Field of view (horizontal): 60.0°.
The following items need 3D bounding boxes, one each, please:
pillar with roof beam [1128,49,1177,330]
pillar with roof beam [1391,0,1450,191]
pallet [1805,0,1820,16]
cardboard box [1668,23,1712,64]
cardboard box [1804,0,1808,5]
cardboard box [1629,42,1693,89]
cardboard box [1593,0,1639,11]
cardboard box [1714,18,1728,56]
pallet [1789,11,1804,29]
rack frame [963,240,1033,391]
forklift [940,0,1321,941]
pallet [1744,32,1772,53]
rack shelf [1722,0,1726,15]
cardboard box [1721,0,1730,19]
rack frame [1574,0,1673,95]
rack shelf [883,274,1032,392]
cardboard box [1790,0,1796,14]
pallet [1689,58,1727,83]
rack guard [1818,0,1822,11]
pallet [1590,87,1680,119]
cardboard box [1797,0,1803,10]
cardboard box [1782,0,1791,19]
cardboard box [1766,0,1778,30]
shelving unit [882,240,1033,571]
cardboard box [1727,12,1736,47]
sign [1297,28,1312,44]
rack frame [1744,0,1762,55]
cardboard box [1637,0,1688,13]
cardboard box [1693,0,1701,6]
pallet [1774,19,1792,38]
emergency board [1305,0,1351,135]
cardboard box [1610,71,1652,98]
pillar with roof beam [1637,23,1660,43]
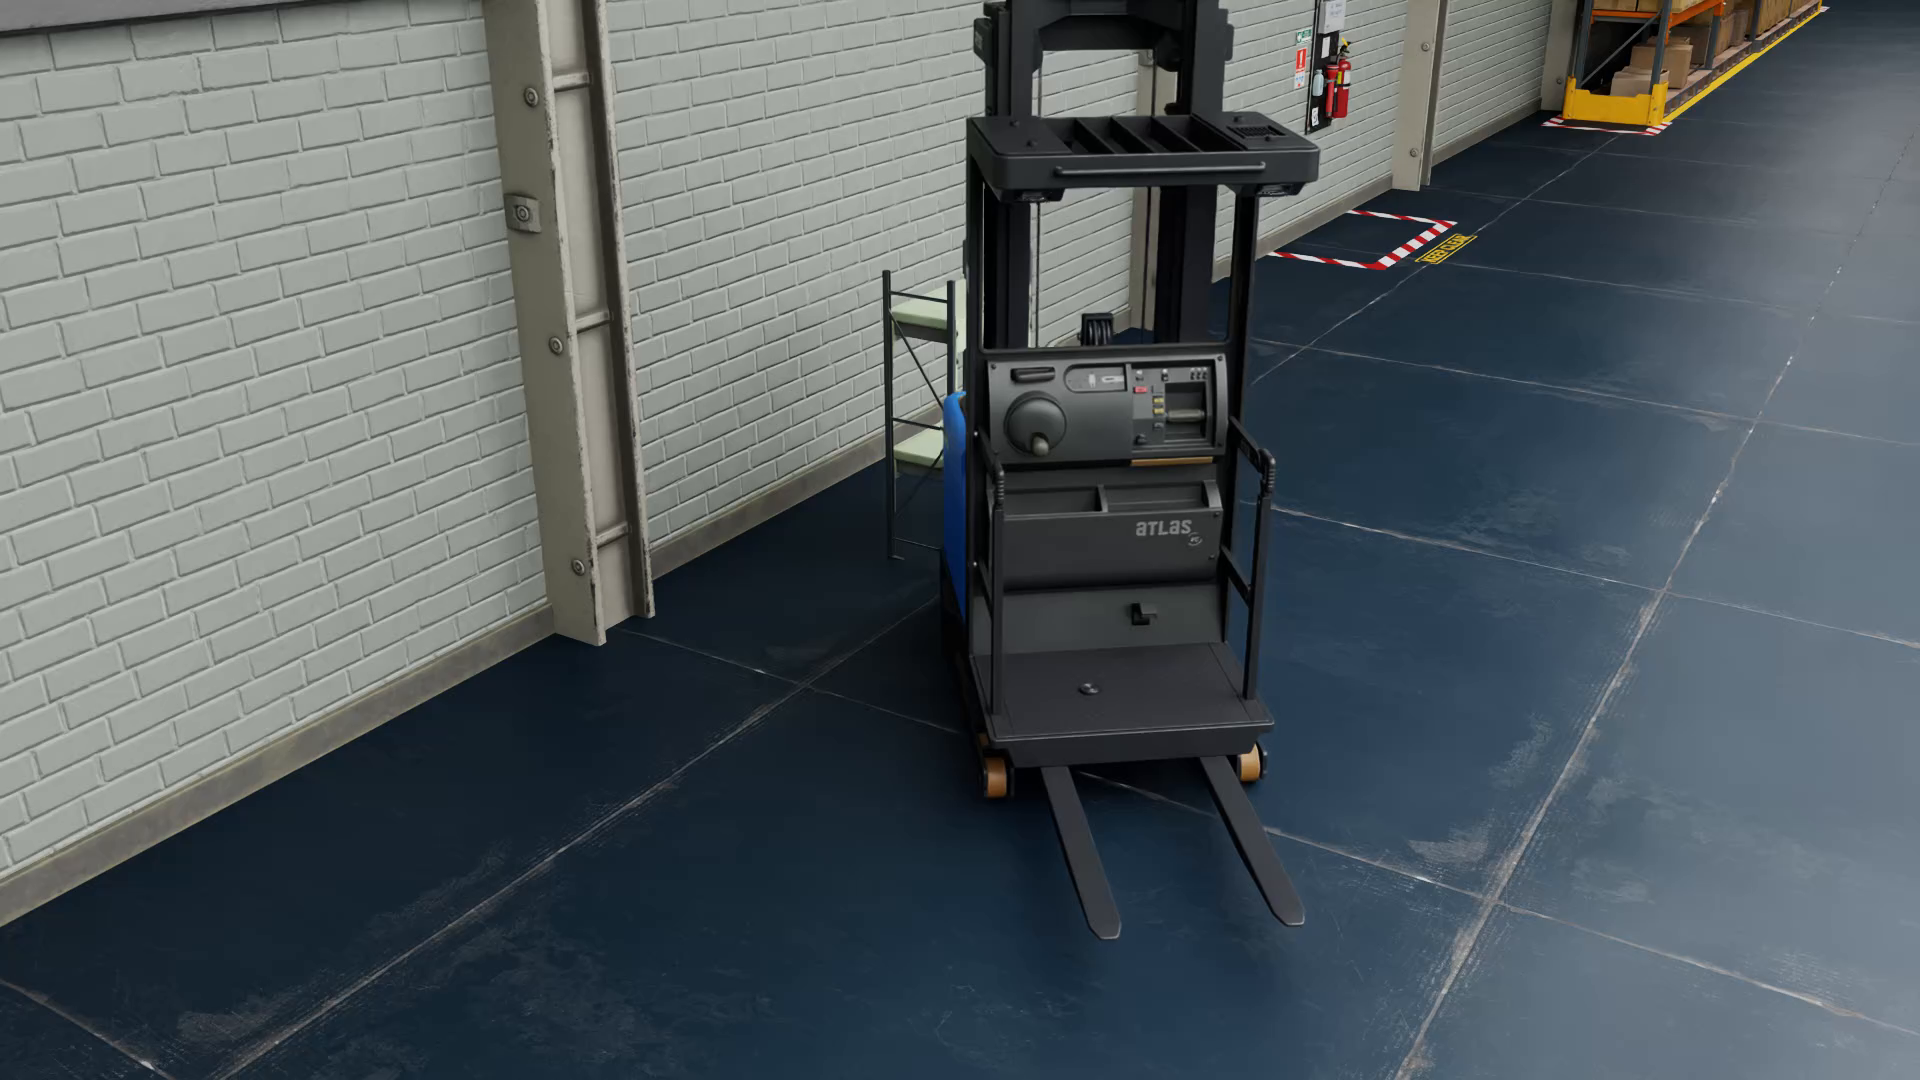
[{"bbox_3d":[5.139,-4.864,8.658,9.100,9.000,0.400,14,27,29],"label":"pillar with roof beam"},{"bbox_3d":[8.304,-6.889,13.336,9.100,9.000,0.400,14,27,29],"label":"pillar with roof beam"},{"bbox_3d":[16.262,-10.480,32.692,1.003,0.211,1.213,14,27,29],"label":"pallet"},{"bbox_3d":[10.661,-7.302,24.435,0.700,0.500,0.500,15,28,31],"label":"cardboard box"},{"bbox_3d":[16.069,-10.665,32.228,0.700,0.500,0.500,14,27,29],"label":"cardboard box"},{"bbox_3d":[9.349,-6.344,22.222,0.700,0.500,0.500,12,26,26],"label":"cardboard box"},{"bbox_3d":[8.259,-6.784,20.809,0.500,0.250,0.500,14,27,30],"label":"cardboard box"},{"bbox_3d":[11.195,-7.651,25.240,0.700,0.500,0.500,14,27,30],"label":"cardboard box"},{"bbox_3d":[14.975,-9.656,30.790,1.003,0.211,1.213,14,27,29],"label":"pallet"},{"bbox_3d":[0.190,-0.810,8.732,0.400,1.500,0.023,14,27,29],"label":"rack frame"},{"bbox_3d":[0.596,-0.488,6.189,1.130,2.935,3.031,-3,24,-6],"label":"forklift"},{"bbox_3d":[12.877,-8.316,27.694,1.003,0.211,1.213,14,27,29],"label":"pallet"},{"bbox_3d":[11.342,-8.340,25.146,1.077,0.370,4.000,14,27,29],"label":"rack shelf"},{"bbox_3d":[11.441,-8.137,25.418,0.500,0.250,0.500,14,27,29],"label":"cardboard box"},{"bbox_3d":[8.177,-6.645,20.325,1.000,3.000,0.127,14,27,29],"label":"rack frame"},{"bbox_3d":[-0.003,-1.044,8.292,0.431,0.370,0.720,14,27,29],"label":"rack shelf"},{"bbox_3d":[14.989,-9.972,30.627,0.700,0.500,0.500,14,27,30],"label":"cardboard box"},{"bbox_3d":[10.696,-6.979,24.605,1.003,0.211,1.213,14,27,29],"label":"pallet"},{"bbox_3d":[16.630,-10.907,33.315,1.175,0.500,0.348,14,27,29],"label":"rack guard"},{"bbox_3d":[8.676,-5.658,21.555,1.003,0.211,1.213,14,27,29],"label":"pallet"},{"bbox_3d":[15.529,-10.314,31.417,0.700,0.500,0.500,15,27,30],"label":"cardboard box"},{"bbox_3d":[14.275,-9.655,29.455,0.750,0.750,0.750,14,27,30],"label":"cardboard box"},{"bbox_3d":[13.364,-9.067,28.096,0.750,0.750,0.750,14,27,29],"label":"cardboard box"},{"bbox_3d":[-0.004,-0.686,8.447,0.431,1.500,0.755,14,27,29],"label":"shelving unit"},{"bbox_3d":[11.691,-7.997,26.040,0.700,0.500,0.500,14,27,29],"label":"cardboard box"},{"bbox_3d":[2.941,-4.306,14.209,0.001,0.109,0.331,14,27,29],"label":"sign"},{"bbox_3d":[12.397,-9.346,26.562,1.000,3.000,0.127,14,27,29],"label":"rack frame"},{"bbox_3d":[8.704,-6.684,20.578,0.500,0.250,0.500,13,27,27],"label":"cardboard box"},{"bbox_3d":[9.240,-7.033,21.384,0.500,0.250,0.500,13,27,28],"label":"cardboard box"},{"bbox_3d":[14.164,-9.140,29.597,1.003,0.211,1.213,14,27,29],"label":"pallet"},{"bbox_3d":[3.311,-4.212,14.704,0.194,1.169,0.643,14,27,29],"label":"emergency board"},{"bbox_3d":[8.618,-5.828,21.268,0.500,0.311,0.500,11,26,23],"label":"cardboard box"},{"bbox_3d":[14.634,-10.939,22.692,9.100,9.000,0.400,14,27,29],"label":"pillar with roof beam"}]
